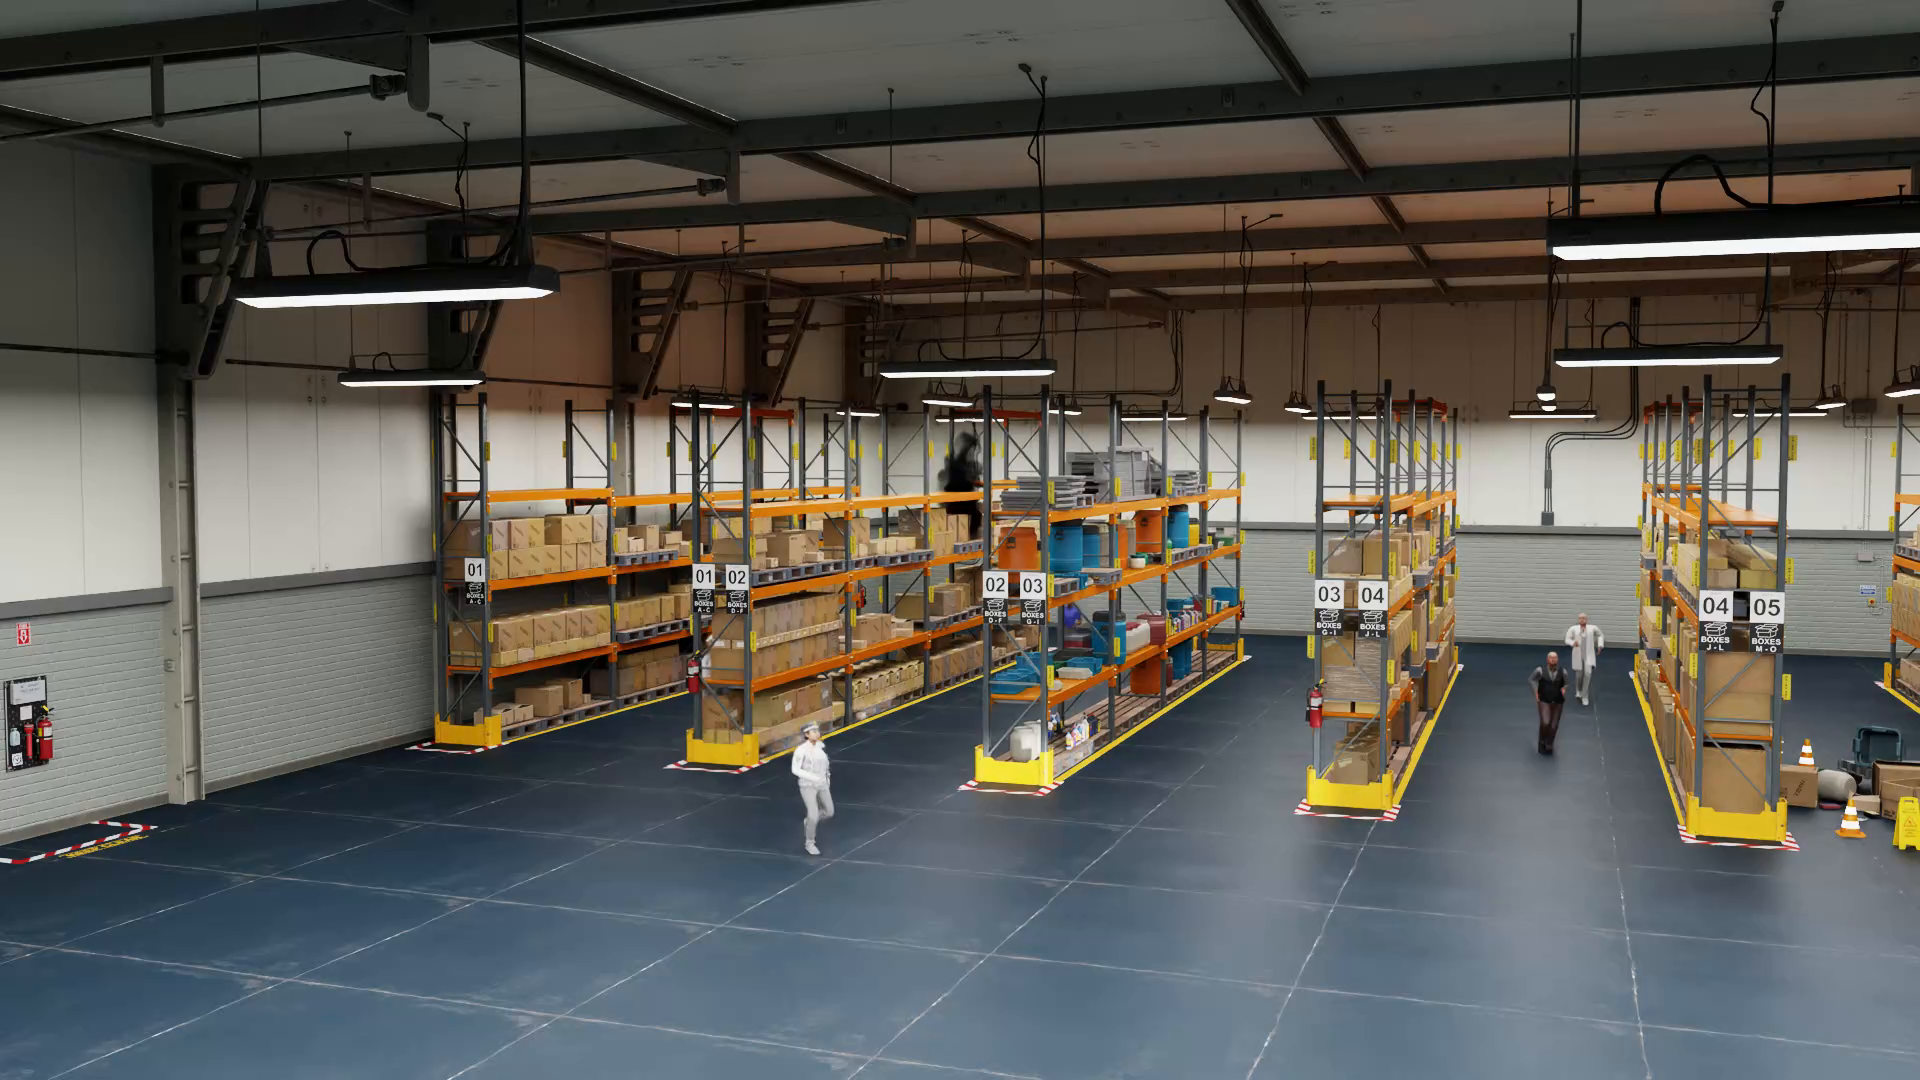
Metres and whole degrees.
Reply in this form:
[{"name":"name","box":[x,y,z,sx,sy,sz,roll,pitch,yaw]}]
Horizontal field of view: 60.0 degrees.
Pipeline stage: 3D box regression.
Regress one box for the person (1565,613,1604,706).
[{"name":"person","box":[12.450,2.365,33.183,0.720,1.820,0.957,1,3,24]}]

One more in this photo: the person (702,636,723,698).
[{"name":"person","box":[-4.401,2.565,29.387,0.670,1.745,0.859,1,3,14]}]

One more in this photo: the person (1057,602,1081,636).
[{"name":"person","box":[2.526,2.139,38.618,0.584,1.612,0.720,1,3,11]}]

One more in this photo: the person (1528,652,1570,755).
[{"name":"person","box":[9.714,2.695,27.345,0.634,1.711,0.688,0,3,7]}]

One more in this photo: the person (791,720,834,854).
[{"name":"person","box":[-1.815,3.073,20.749,0.658,1.662,0.557,-3,4,-44]}]
